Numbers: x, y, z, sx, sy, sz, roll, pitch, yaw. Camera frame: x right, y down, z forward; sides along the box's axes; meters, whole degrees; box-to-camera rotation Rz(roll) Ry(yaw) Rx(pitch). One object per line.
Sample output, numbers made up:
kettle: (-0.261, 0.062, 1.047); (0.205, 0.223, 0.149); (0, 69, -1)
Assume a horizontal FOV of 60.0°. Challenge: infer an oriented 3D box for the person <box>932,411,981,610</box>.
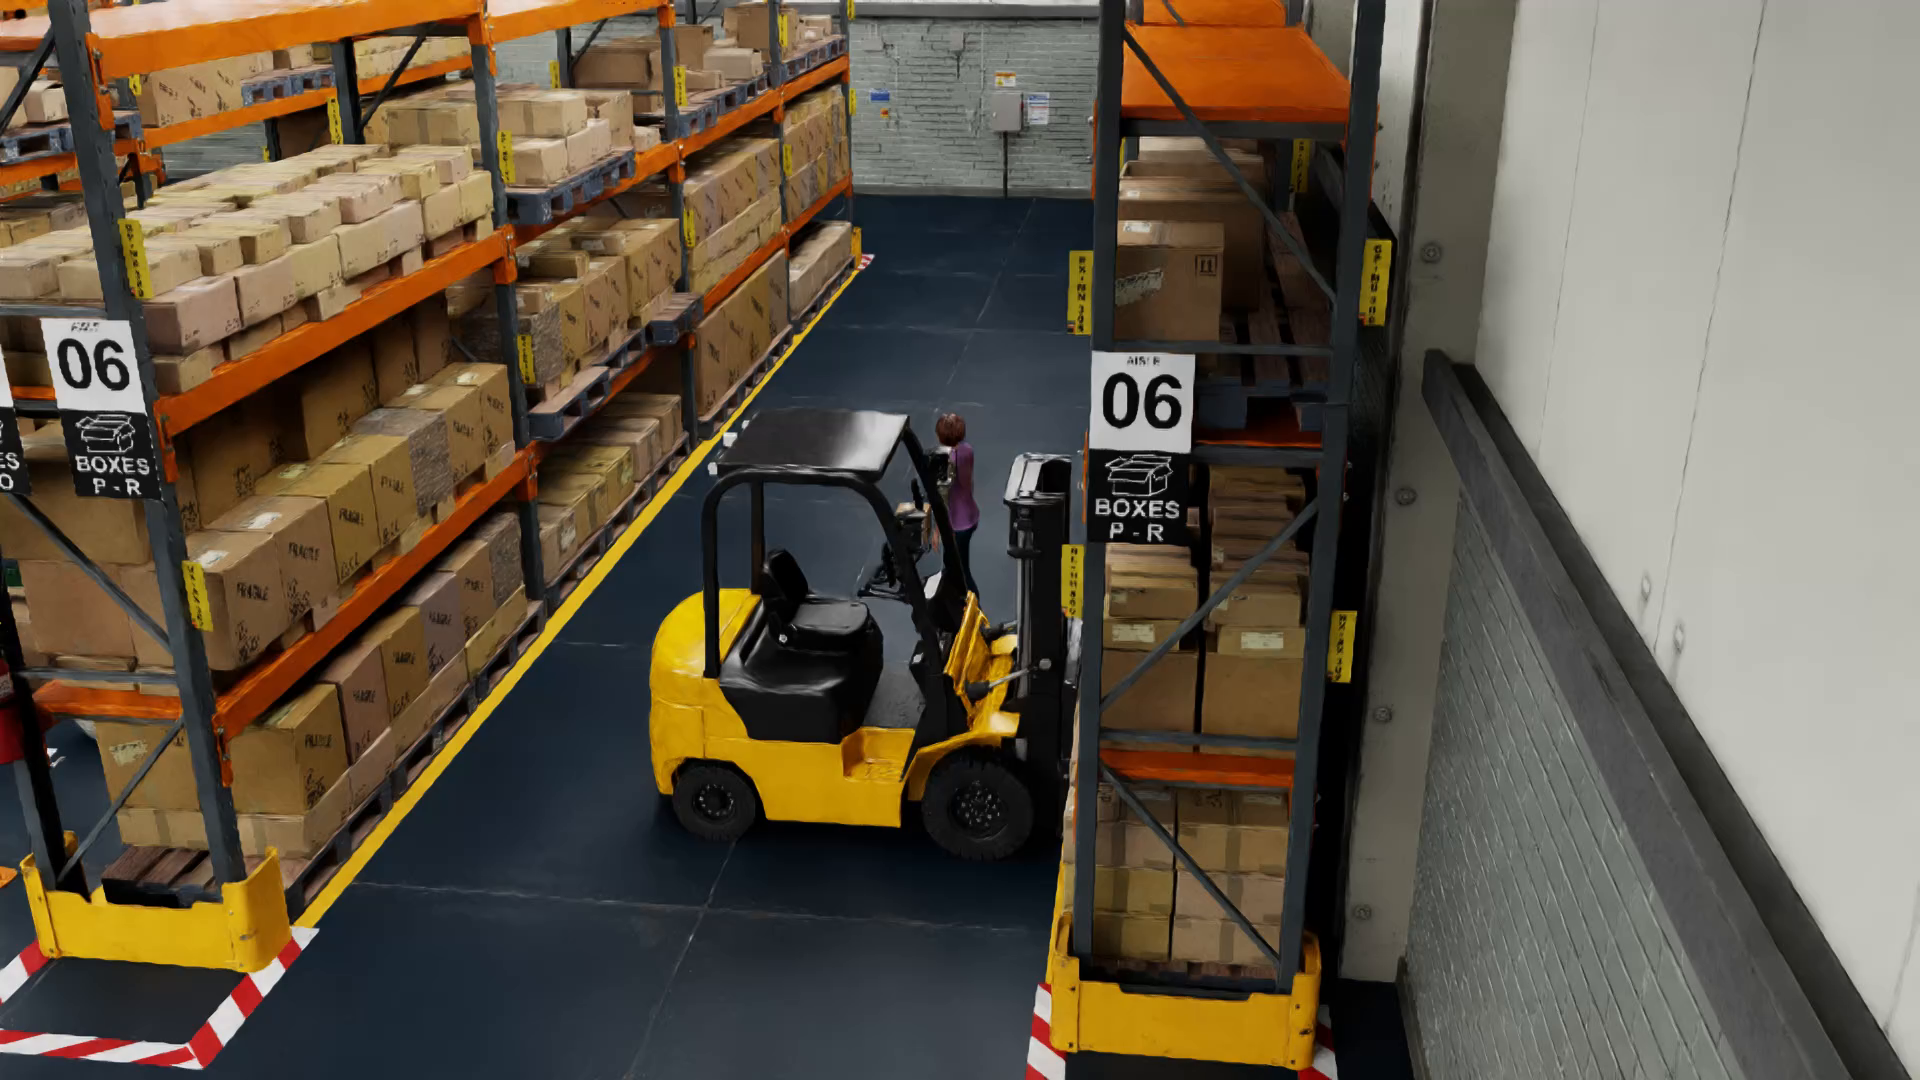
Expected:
person: (-0.058, -0.112, 11.317); (0.532, 1.591, 0.550); (7, 23, 18)
